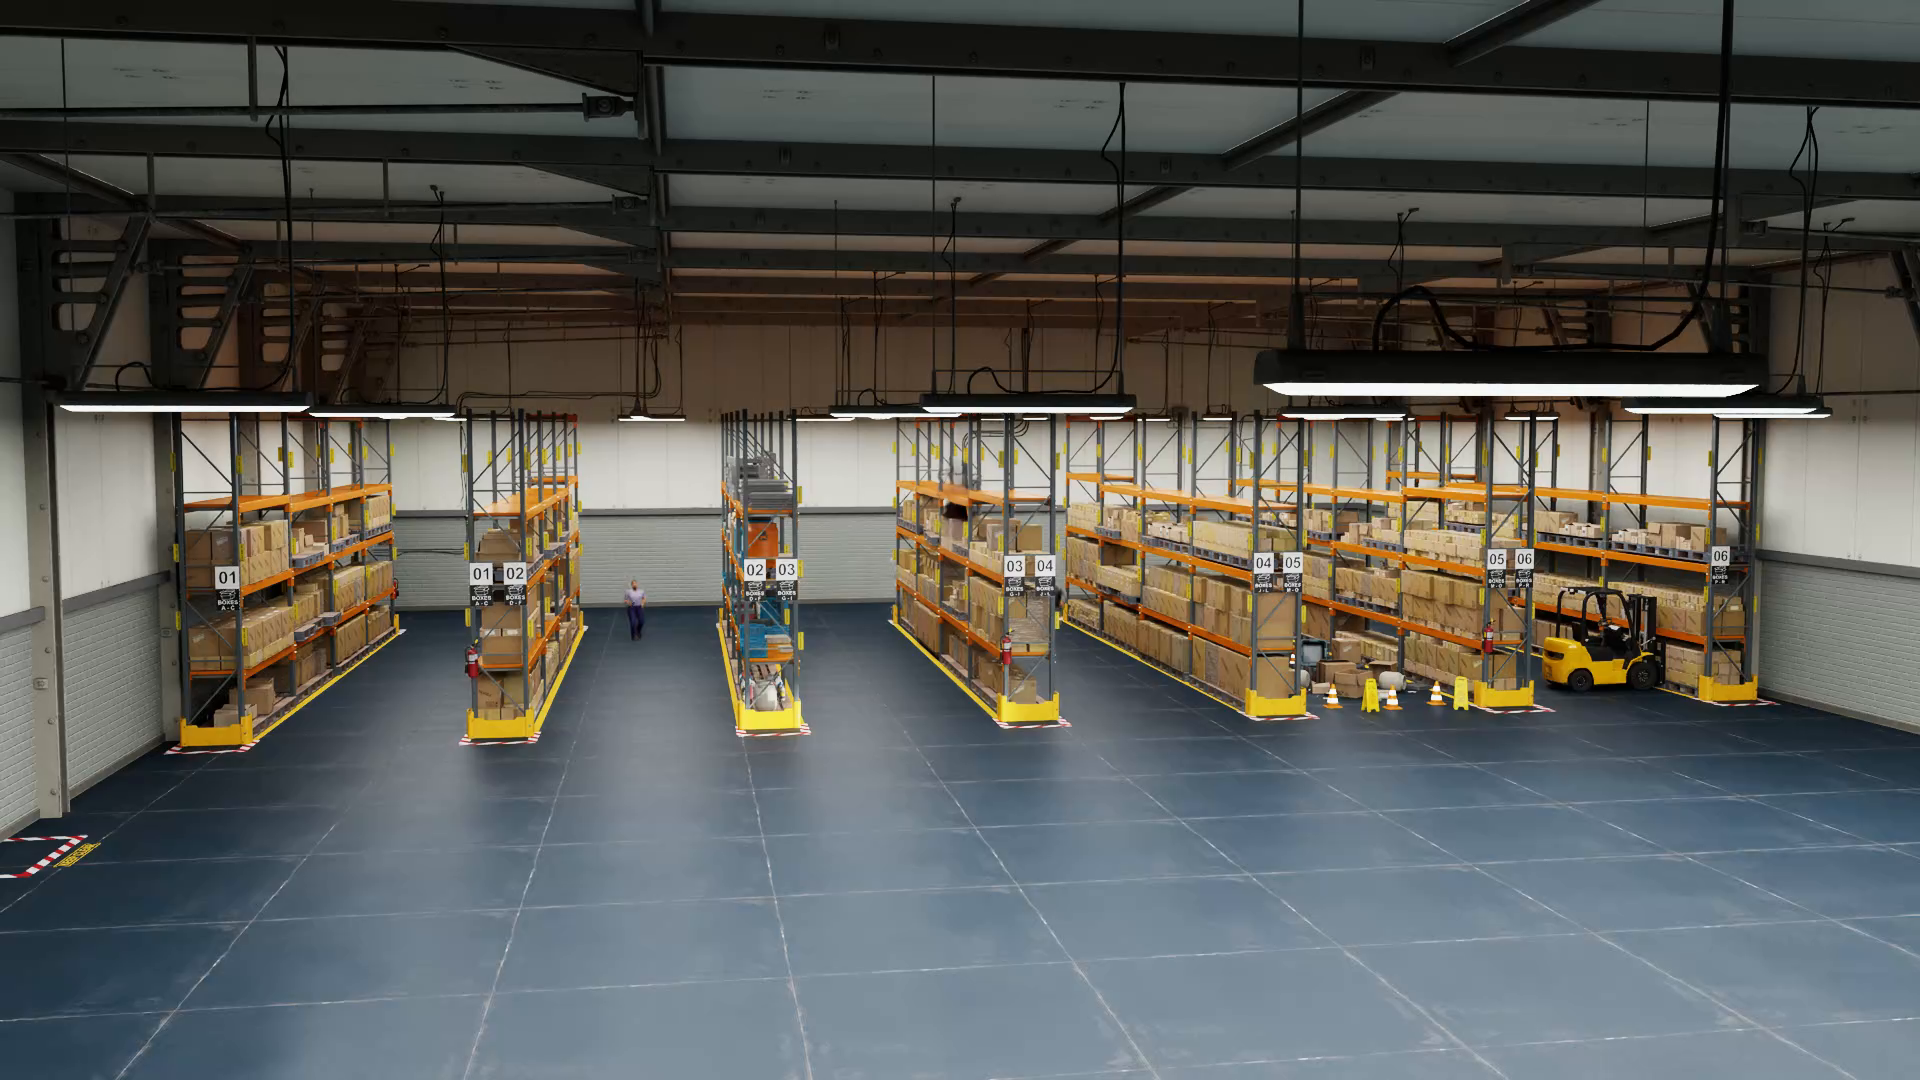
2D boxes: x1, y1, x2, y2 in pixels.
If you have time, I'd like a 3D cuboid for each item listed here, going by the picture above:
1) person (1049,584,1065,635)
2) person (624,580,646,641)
[{"bbox_3d":[2.479,1.799,44.311,0.666,1.687,0.528,0,4,-2],"label":"person"},{"bbox_3d":[-8.544,1.858,43.849,0.595,1.603,0.540,-2,4,-21],"label":"person"}]
